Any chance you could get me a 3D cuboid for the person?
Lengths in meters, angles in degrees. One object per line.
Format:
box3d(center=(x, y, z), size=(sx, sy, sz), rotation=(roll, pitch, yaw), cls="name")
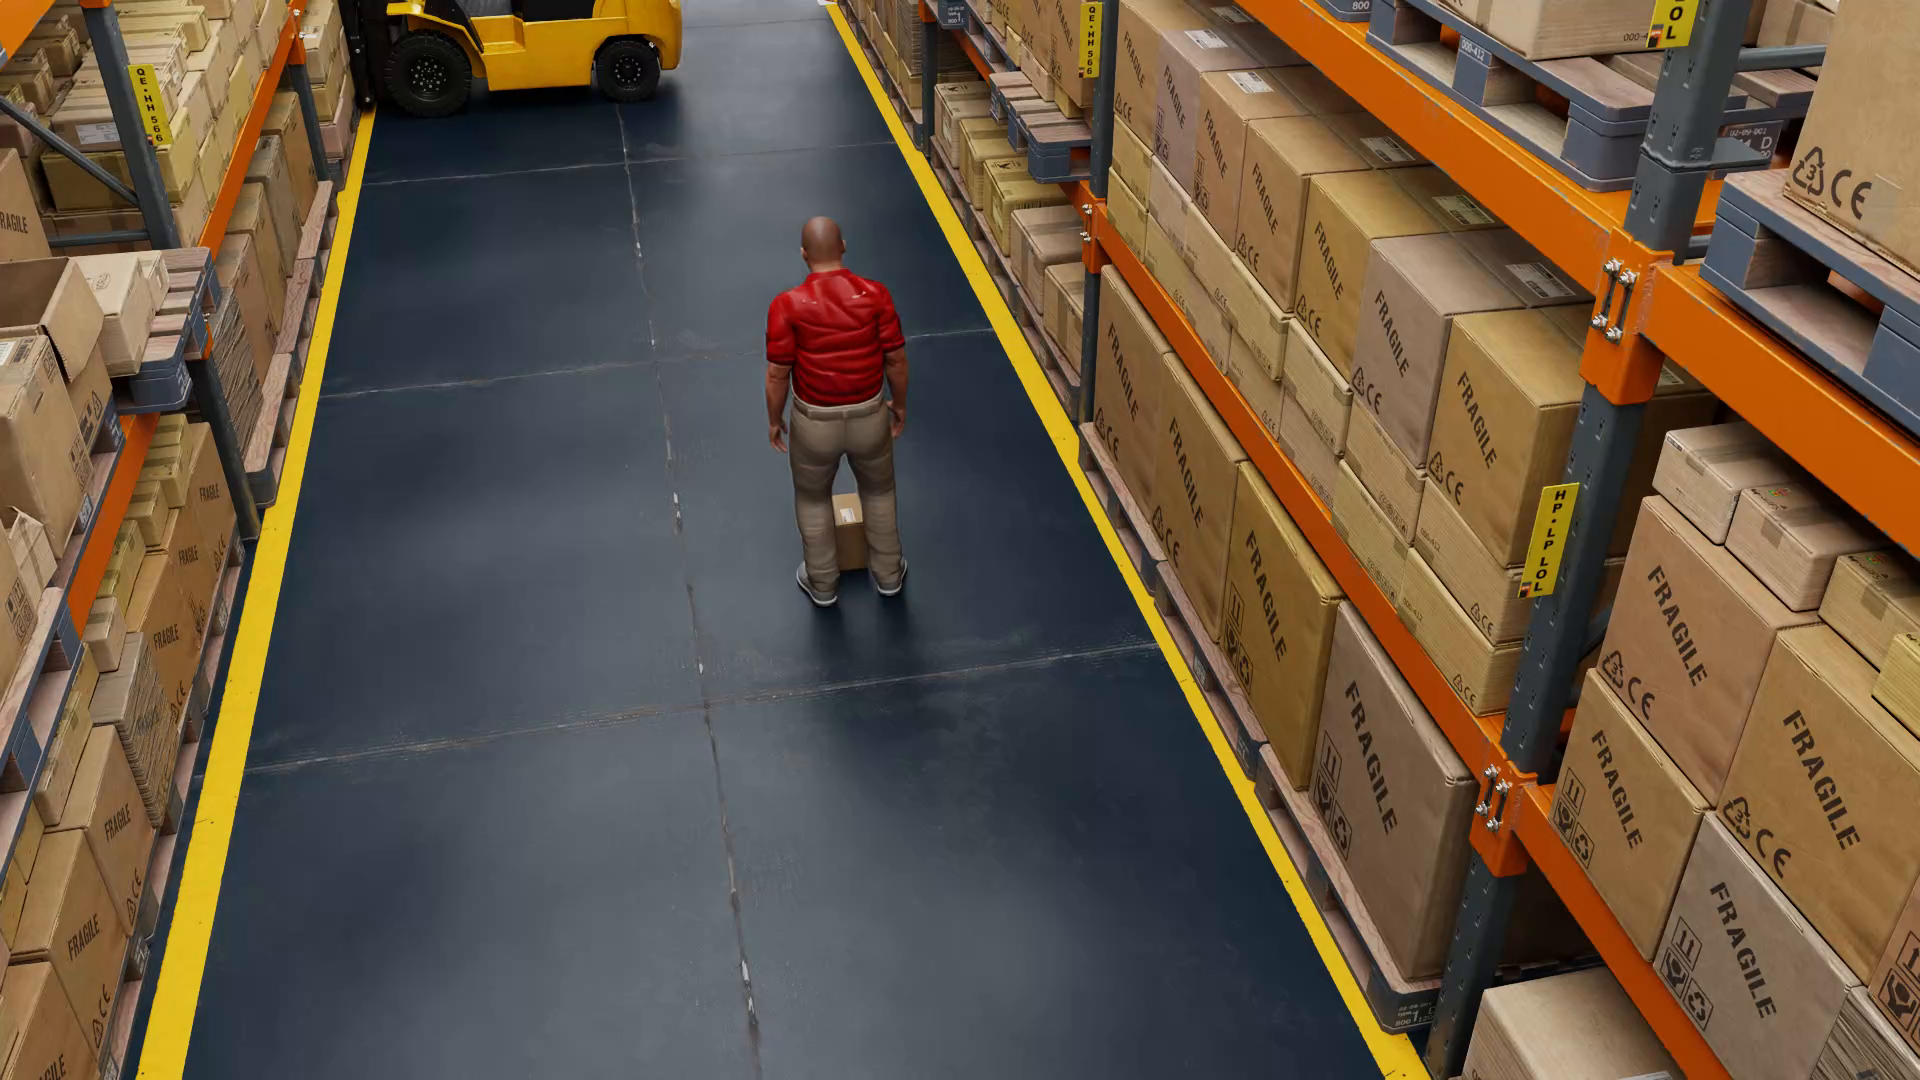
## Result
box3d(center=(-0.504, -0.504, 6.899), size=(0.590, 1.726, 0.388), rotation=(-8, 35, -11), cls="person")
